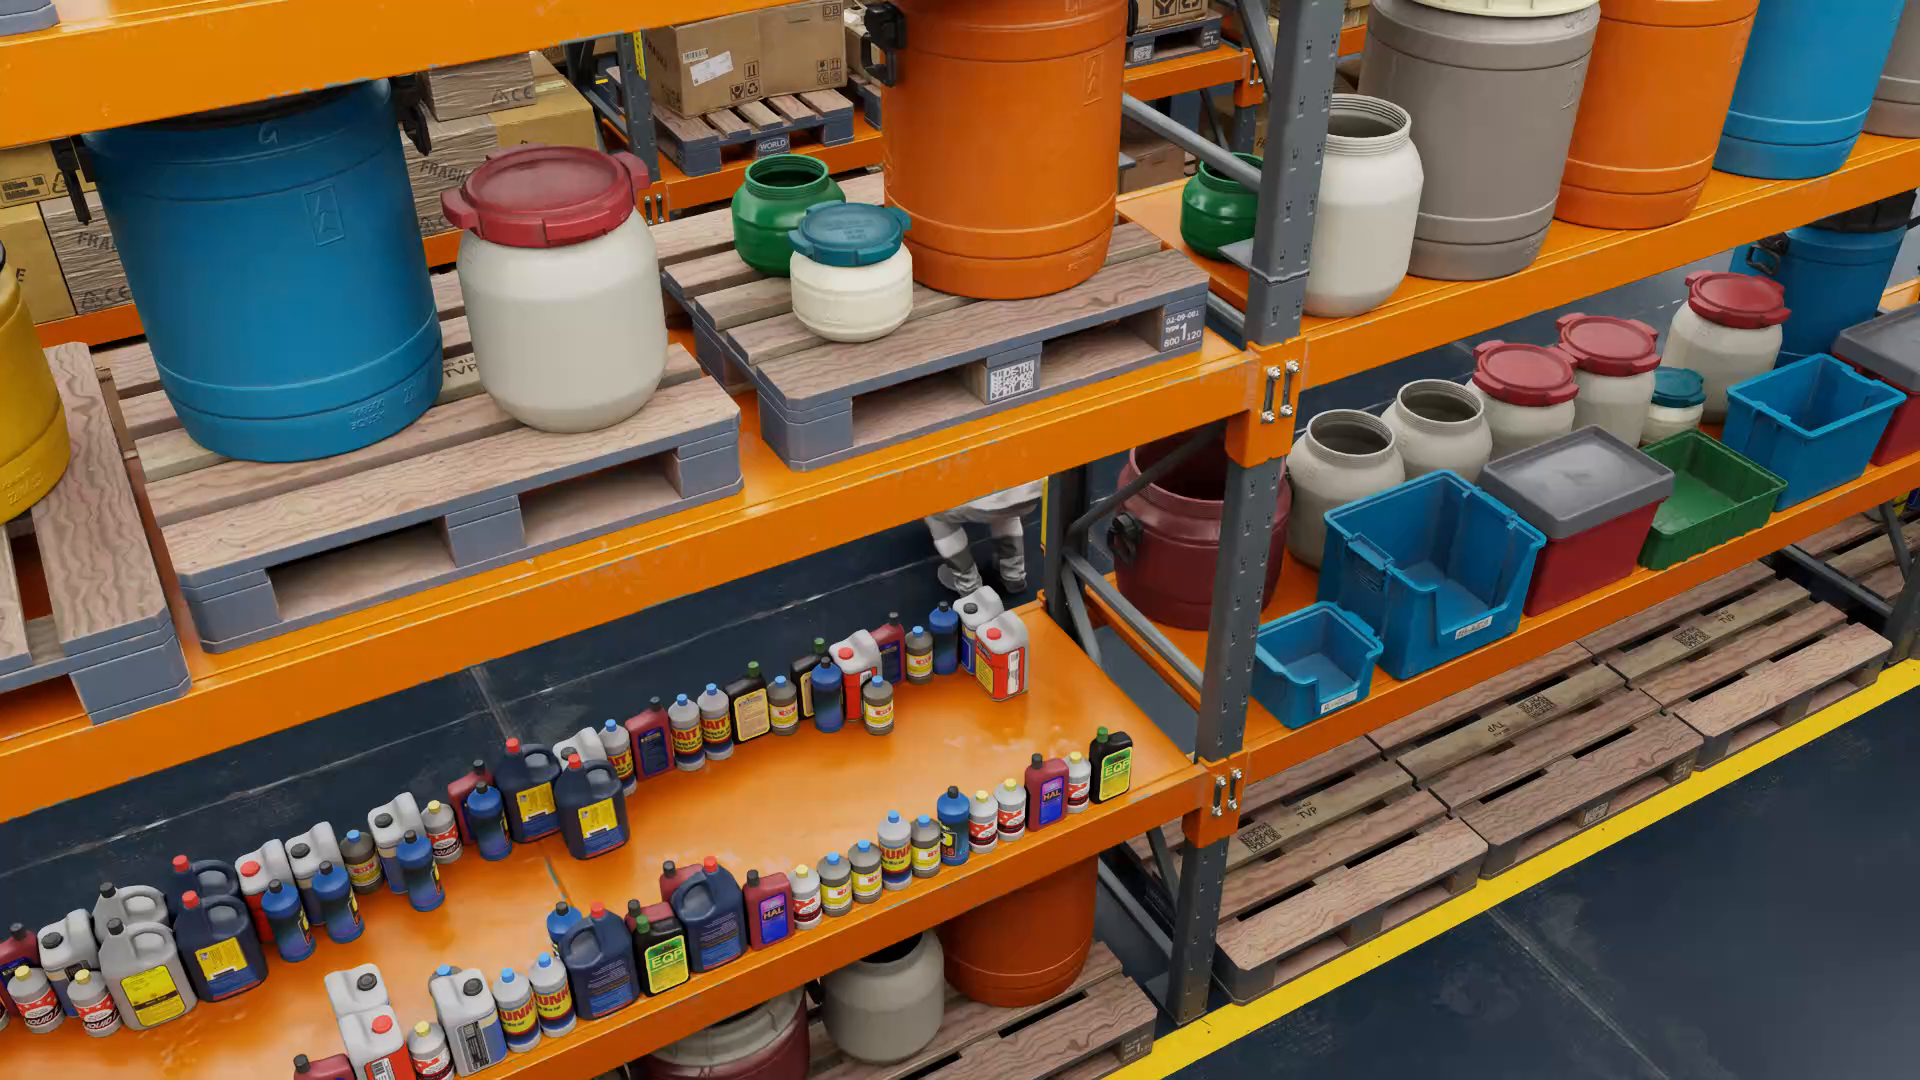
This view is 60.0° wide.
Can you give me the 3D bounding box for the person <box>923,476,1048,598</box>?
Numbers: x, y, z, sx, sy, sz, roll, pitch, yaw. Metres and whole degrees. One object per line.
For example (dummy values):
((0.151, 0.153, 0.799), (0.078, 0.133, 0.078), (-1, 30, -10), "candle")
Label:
((0.036, -0.247, 7.916), (0.527, 0.988, 0.949), (-21, 41, -26), "person")
